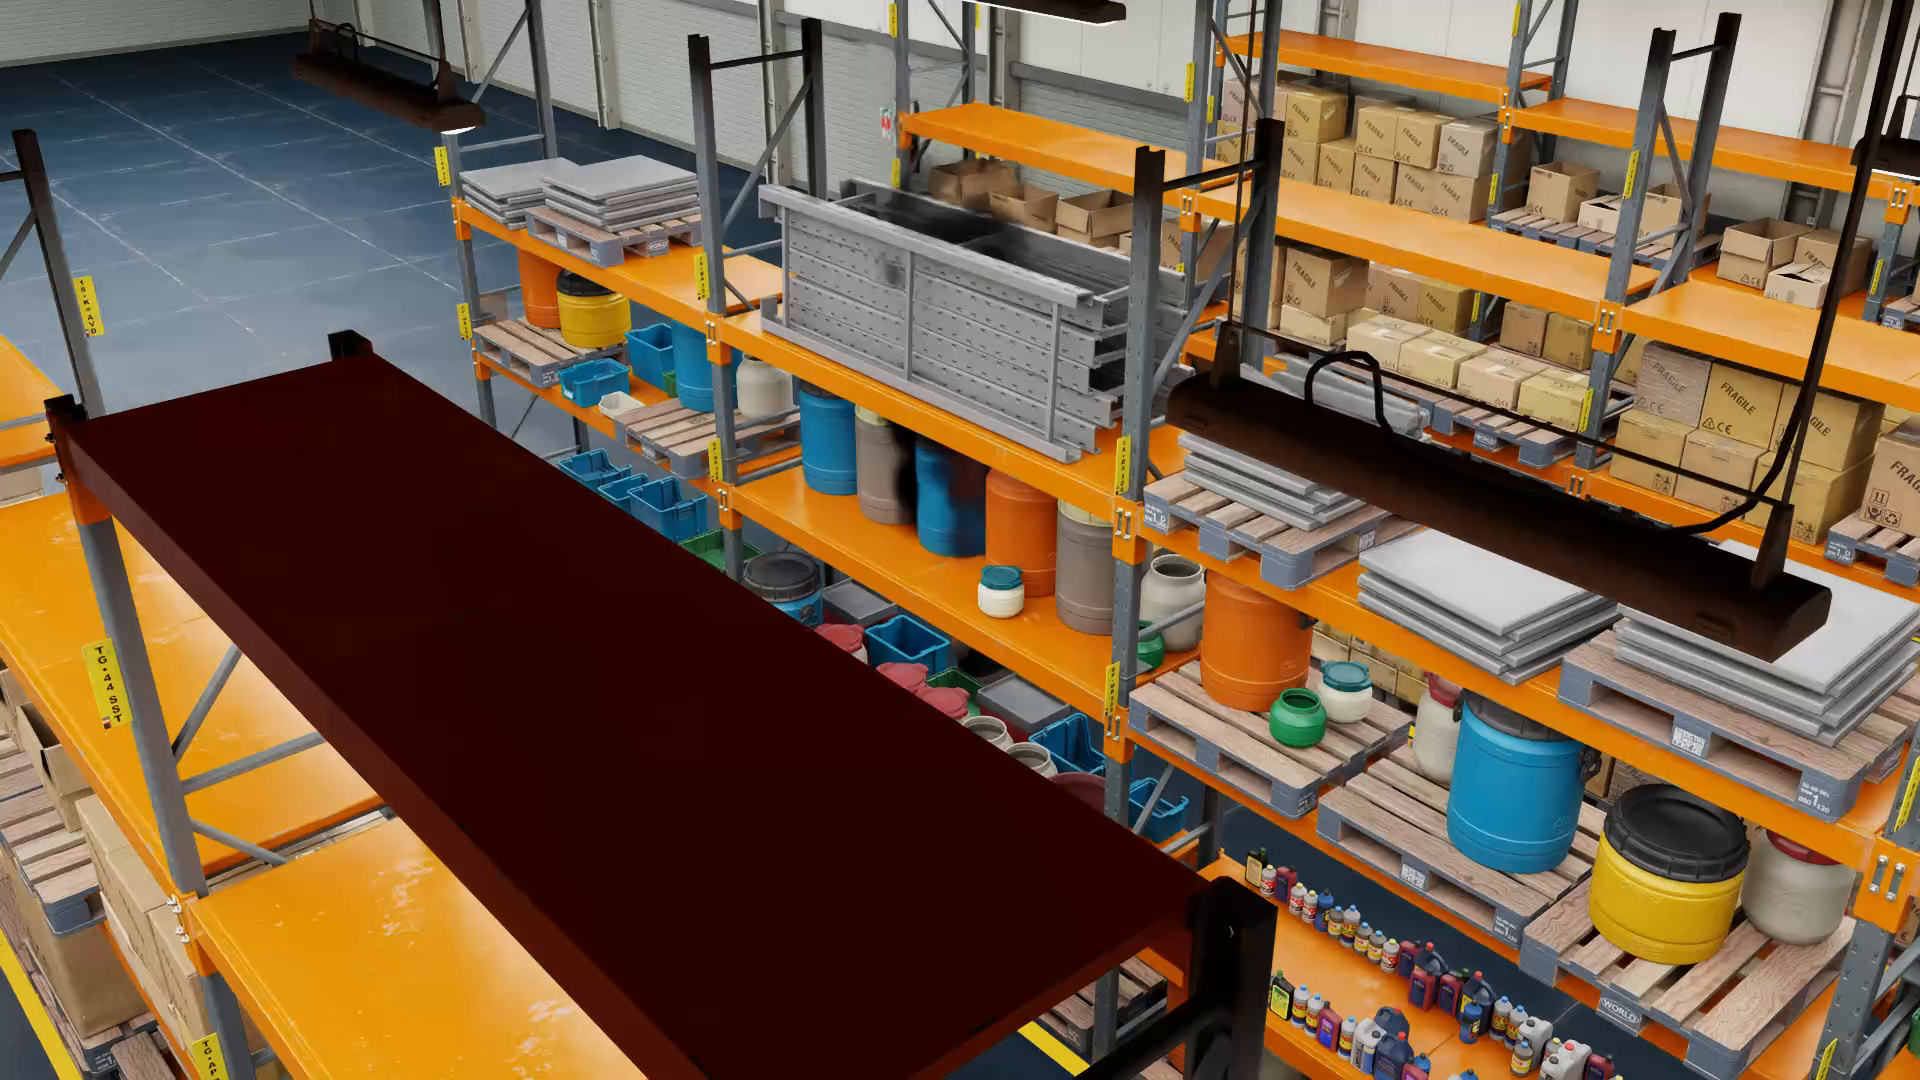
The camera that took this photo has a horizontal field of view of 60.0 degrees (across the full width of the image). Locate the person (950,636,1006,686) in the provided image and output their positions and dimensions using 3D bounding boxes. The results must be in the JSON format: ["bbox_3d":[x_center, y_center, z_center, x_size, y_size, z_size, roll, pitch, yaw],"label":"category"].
[{"bbox_3d":[0.192,1.065,13.589,0.802,1.708,0.676,24,35,38],"label":"person"}]

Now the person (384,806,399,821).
[{"bbox_3d":[-4.018,1.836,12.123,0.528,1.653,0.589,23,35,37],"label":"person"}]
